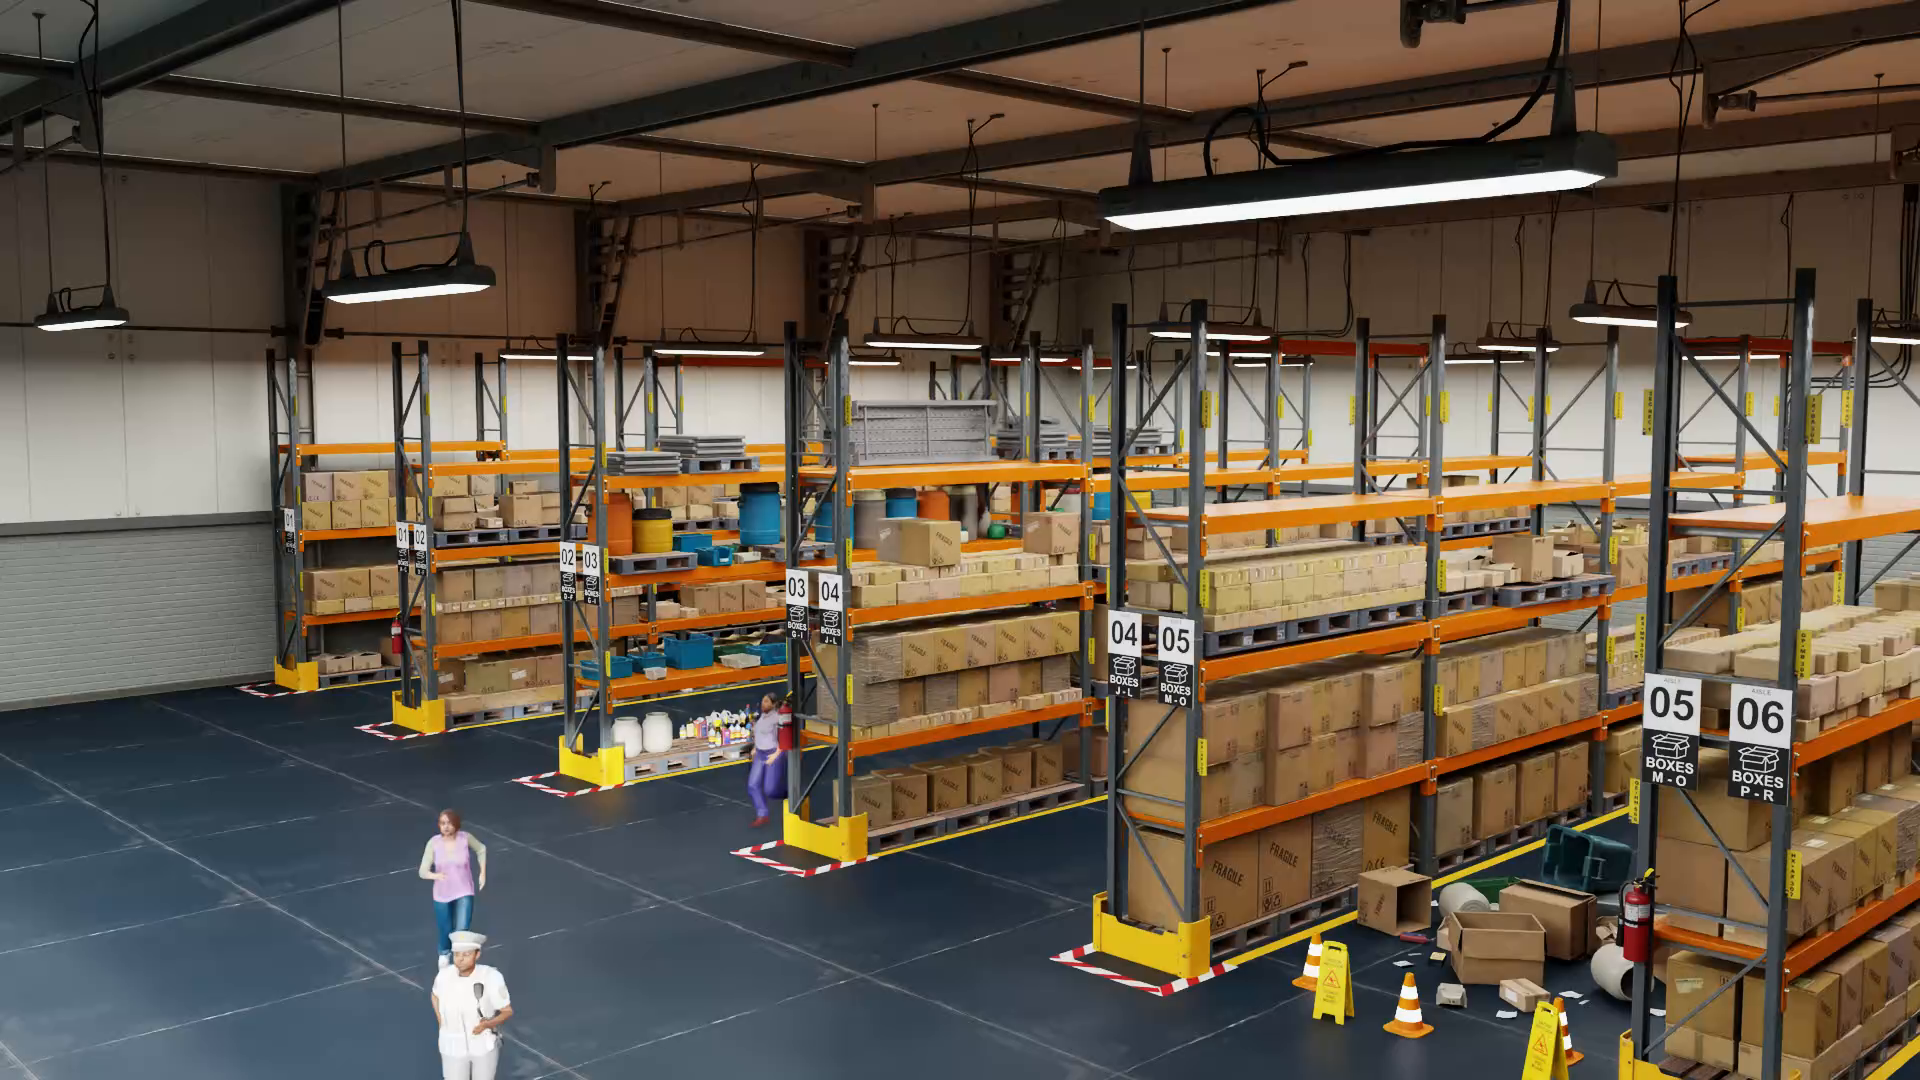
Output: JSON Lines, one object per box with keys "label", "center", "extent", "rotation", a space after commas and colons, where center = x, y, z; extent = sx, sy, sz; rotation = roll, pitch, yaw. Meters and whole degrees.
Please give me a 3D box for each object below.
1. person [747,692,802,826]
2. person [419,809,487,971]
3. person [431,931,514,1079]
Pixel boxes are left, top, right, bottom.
{"label": "person", "center": [-2.251, 2.639, 20.152], "extent": [0.691, 1.621, 0.644], "rotation": [-5, 7, -42]}
{"label": "person", "center": [-4.402, 3.117, 14.474], "extent": [0.548, 1.628, 0.851], "rotation": [-1, 5, -12]}
{"label": "person", "center": [-3.209, 3.397, 10.936], "extent": [0.545, 1.751, 0.725], "rotation": [-1, 5, -11]}
